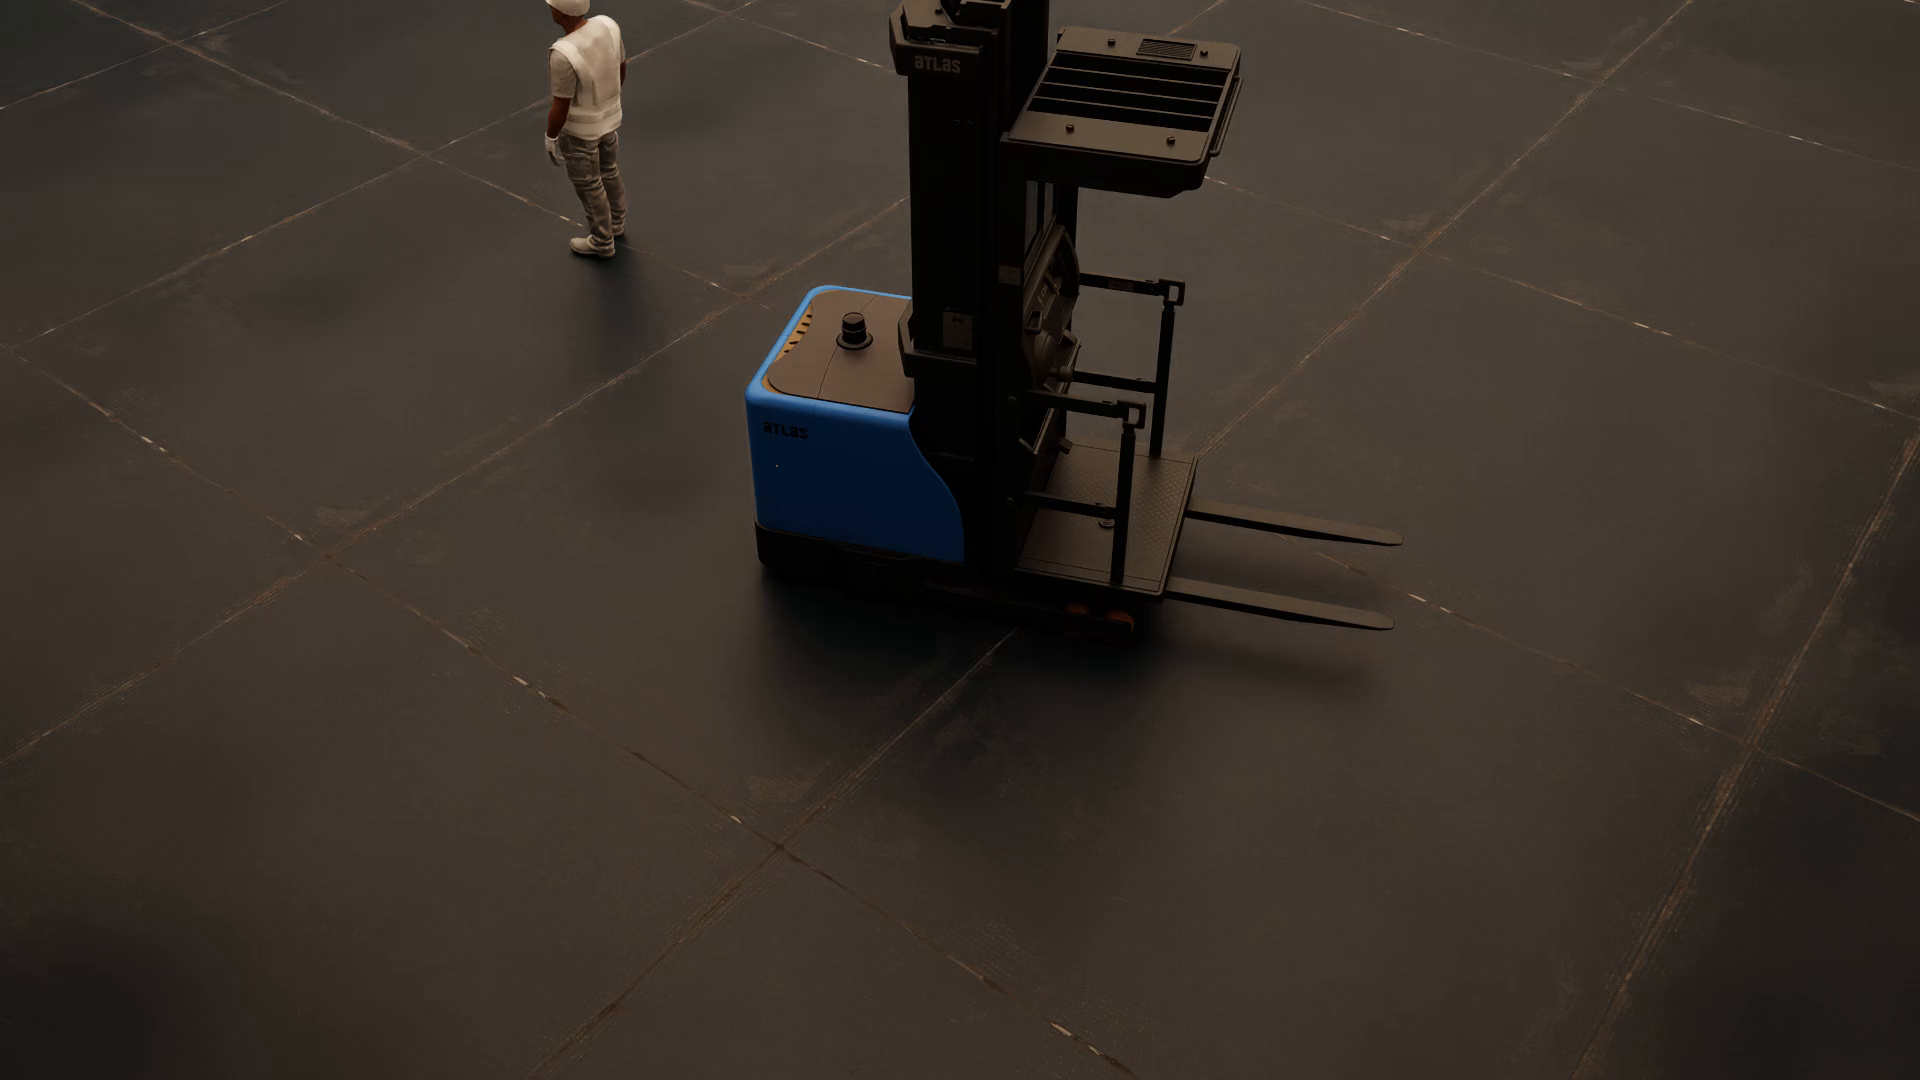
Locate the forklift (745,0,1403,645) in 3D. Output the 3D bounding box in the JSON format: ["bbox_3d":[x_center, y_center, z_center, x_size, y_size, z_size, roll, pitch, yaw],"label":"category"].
[{"bbox_3d":[0.587,-1.011,7.260,3.031,2.935,1.130,10,41,12],"label":"forklift"}]

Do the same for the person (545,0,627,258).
[{"bbox_3d":[-2.270,-2.500,9.884,0.577,1.777,0.657,20,44,22],"label":"person"}]
